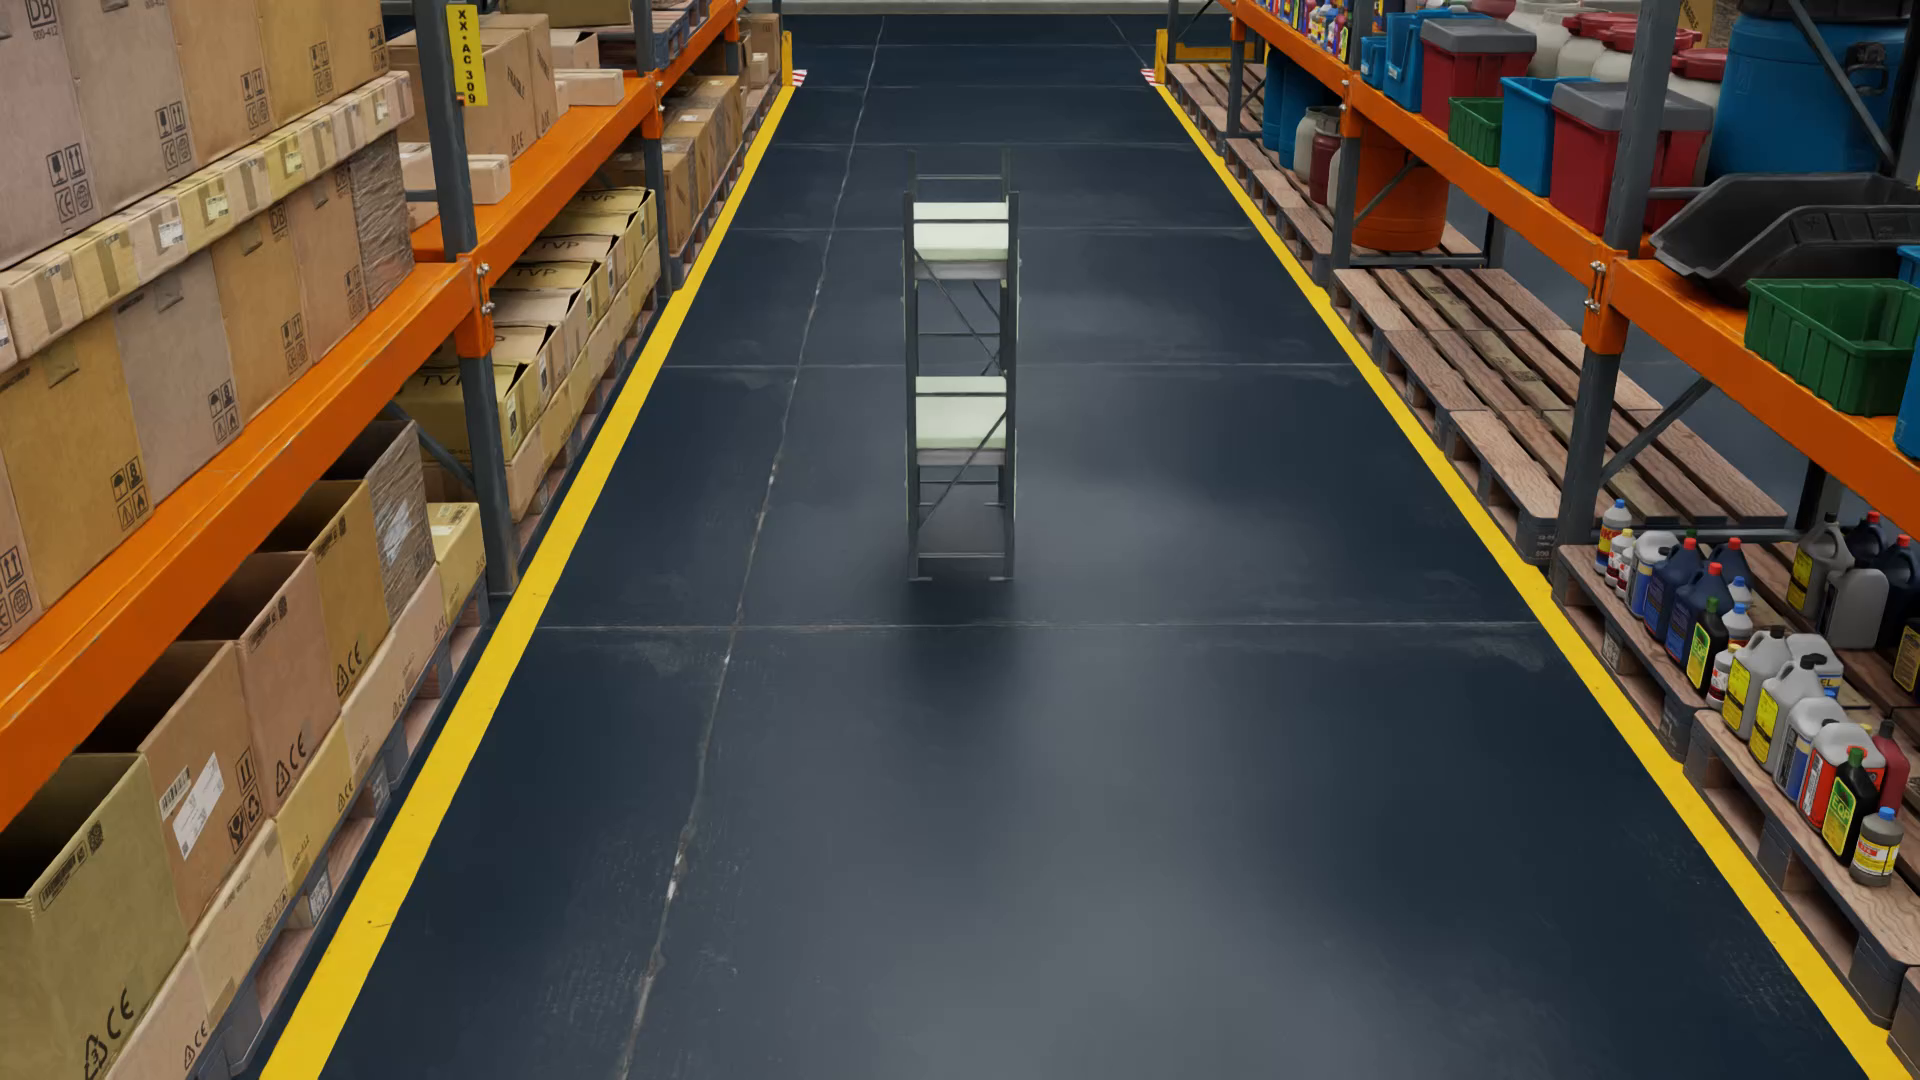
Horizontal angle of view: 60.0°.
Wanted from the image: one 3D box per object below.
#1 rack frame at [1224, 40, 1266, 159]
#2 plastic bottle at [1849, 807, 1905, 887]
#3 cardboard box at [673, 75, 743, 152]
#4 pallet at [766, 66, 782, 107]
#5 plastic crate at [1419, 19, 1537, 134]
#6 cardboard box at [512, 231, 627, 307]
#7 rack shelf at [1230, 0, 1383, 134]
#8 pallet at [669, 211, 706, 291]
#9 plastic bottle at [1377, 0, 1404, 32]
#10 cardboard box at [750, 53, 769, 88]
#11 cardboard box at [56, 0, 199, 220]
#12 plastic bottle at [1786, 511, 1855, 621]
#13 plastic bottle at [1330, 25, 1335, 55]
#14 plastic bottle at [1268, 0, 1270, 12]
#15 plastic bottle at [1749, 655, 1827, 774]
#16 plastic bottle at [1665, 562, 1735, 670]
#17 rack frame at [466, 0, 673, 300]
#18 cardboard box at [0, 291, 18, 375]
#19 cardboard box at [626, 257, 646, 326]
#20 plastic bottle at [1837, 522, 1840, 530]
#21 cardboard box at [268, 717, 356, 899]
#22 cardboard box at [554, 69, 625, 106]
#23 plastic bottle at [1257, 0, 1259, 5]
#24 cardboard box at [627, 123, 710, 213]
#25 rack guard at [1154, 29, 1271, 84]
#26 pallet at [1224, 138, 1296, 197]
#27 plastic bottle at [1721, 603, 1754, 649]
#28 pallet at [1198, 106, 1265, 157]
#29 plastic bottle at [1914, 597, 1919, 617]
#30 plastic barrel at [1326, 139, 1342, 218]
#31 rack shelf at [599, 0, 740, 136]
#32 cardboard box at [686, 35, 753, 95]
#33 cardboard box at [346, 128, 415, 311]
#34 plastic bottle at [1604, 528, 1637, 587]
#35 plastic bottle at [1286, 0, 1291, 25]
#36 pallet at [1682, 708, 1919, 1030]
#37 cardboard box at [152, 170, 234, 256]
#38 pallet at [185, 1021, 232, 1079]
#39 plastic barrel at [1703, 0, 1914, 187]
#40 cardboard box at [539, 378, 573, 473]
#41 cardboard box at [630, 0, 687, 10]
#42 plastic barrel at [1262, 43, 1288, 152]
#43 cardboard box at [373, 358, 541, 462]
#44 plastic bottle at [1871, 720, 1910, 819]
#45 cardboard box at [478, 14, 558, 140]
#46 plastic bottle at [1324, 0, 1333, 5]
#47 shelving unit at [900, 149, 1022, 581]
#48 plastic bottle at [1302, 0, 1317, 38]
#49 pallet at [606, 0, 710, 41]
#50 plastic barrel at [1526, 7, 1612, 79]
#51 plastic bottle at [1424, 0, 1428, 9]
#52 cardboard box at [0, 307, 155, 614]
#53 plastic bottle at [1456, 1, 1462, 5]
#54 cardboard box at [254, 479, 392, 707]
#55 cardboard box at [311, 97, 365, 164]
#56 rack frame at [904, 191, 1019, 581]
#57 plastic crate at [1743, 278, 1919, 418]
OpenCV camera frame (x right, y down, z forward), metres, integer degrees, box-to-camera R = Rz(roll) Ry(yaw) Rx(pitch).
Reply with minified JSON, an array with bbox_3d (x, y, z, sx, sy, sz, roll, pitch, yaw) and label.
[{"bbox_3d":[2.678,-4.488,13.033,1.000,3.000,0.127,0,24,-1],"label":"rack frame"},{"bbox_3d":[2.350,0.777,4.255,0.097,0.201,0.097,0,24,0],"label":"plastic bottle"},{"bbox_3d":[-1.983,-3.327,12.965,0.500,0.500,0.500,0,24,-1],"label":"cardboard box"},{"bbox_3d":[-2.309,-4.485,16.411,1.003,0.211,1.213,0,24,-1],"label":"pallet"},{"bbox_3d":[2.433,-2.202,7.900,0.402,0.464,0.583,0,24,-1],"label":"plastic crate"},{"bbox_3d":[-1.965,-1.376,8.299,0.500,0.311,0.500,0,24,-1],"label":"cardboard box"},{"bbox_3d":[2.699,-3.336,11.359,1.077,0.370,4.000,0,24,-1],"label":"rack shelf"},{"bbox_3d":[-2.202,-1.856,10.598,1.003,0.211,1.213,0,24,-1],"label":"pallet"},{"bbox_3d":[2.876,-3.578,11.081,0.144,0.351,0.185,0,24,-1],"label":"plastic bottle"},{"bbox_3d":[-2.086,-4.449,15.749,0.500,0.250,0.500,0,24,-1],"label":"cardboard box"},{"bbox_3d":[-2.161,-1.004,3.635,0.700,0.500,0.500,0,24,-1],"label":"cardboard box"},{"bbox_3d":[2.916,0.080,5.614,0.144,0.351,0.185,0,24,-1],"label":"plastic bottle"},{"bbox_3d":[2.305,-3.057,10.110,0.097,0.201,0.097,0,24,0],"label":"plastic bottle"},{"bbox_3d":[2.282,-3.926,12.032,0.097,0.201,0.097,0,24,0],"label":"plastic bottle"},{"bbox_3d":[2.368,0.479,4.731,0.144,0.351,0.185,1,24,2],"label":"plastic bottle"},{"bbox_3d":[2.361,0.227,5.288,0.144,0.351,0.185,-1,24,-3],"label":"plastic bottle"},{"bbox_3d":[-2.232,-2.819,9.343,1.000,3.000,0.127,0,24,-1],"label":"rack frame"},{"bbox_3d":[-1.941,-0.342,2.957,0.380,0.149,0.250,-1,24,-1],"label":"cardboard box"},{"bbox_3d":[-1.973,-1.329,8.877,0.500,0.250,0.500,-1,24,-1],"label":"cardboard box"},{"bbox_3d":[3.081,0.031,5.903,0.097,0.201,0.097,0,24,0],"label":"plastic bottle"},{"bbox_3d":[-1.943,0.699,4.392,0.500,0.250,0.500,0,24,-1],"label":"cardboard box"},{"bbox_3d":[-1.946,-2.335,8.578,0.380,0.149,0.250,0,24,-1],"label":"cardboard box"},{"bbox_3d":[2.277,-4.134,12.406,0.097,0.271,0.097,0,24,0],"label":"plastic bottle"},{"bbox_3d":[-1.963,-2.492,11.119,0.500,0.500,0.500,-1,24,-1],"label":"cardboard box"},{"bbox_3d":[2.621,-5.007,17.214,1.175,0.500,0.348,0,24,-1],"label":"rack guard"},{"bbox_3d":[2.644,-2.899,12.904,1.003,0.211,1.213,0,24,-1],"label":"pallet"},{"bbox_3d":[2.400,0.324,5.171,0.097,0.271,0.097,0,24,0],"label":"plastic bottle"},{"bbox_3d":[2.631,-3.520,14.277,1.003,0.211,1.213,0,24,-1],"label":"pallet"},{"bbox_3d":[3.106,0.256,5.307,0.061,0.283,0.133,1,24,3],"label":"plastic bottle"},{"bbox_3d":[2.603,-2.331,10.774,0.421,0.512,0.421,0,24,0],"label":"plastic barrel"},{"bbox_3d":[-2.254,-3.315,11.313,1.077,0.370,4.000,0,24,-1],"label":"rack shelf"},{"bbox_3d":[-2.301,-4.304,15.123,0.797,0.503,0.637,0,24,-1],"label":"cardboard box"},{"bbox_3d":[-2.177,-1.034,5.274,0.700,0.500,0.500,-1,24,-2],"label":"cardboard box"},{"bbox_3d":[2.331,0.058,5.843,0.097,0.201,0.097,0,24,0],"label":"plastic bottle"},{"bbox_3d":[2.289,-3.672,11.385,0.097,0.271,0.097,0,24,0],"label":"plastic bottle"},{"bbox_3d":[2.747,0.860,4.592,1.003,0.211,1.213,0,24,-1],"label":"pallet"},{"bbox_3d":[-1.953,-0.768,3.900,0.380,0.149,0.250,1,24,1],"label":"cardboard box"},{"bbox_3d":[-2.195,1.433,3.325,1.003,0.211,1.213,0,24,-1],"label":"pallet"},{"bbox_3d":[3.064,-1.580,5.996,0.600,0.901,0.708,0,24,-1],"label":"plastic barrel"},{"bbox_3d":[-1.949,-0.487,7.014,0.500,0.250,0.500,0,24,1],"label":"cardboard box"},{"bbox_3d":[-2.170,-3.693,10.644,0.700,0.500,0.500,4,25,9],"label":"cardboard box"},{"bbox_3d":[2.667,-3.499,12.883,0.600,0.901,0.708,0,24,-1],"label":"plastic barrel"},{"bbox_3d":[-1.944,-0.536,6.442,0.500,0.311,0.500,0,24,0],"label":"cardboard box"},{"bbox_3d":[2.481,0.634,4.470,0.061,0.283,0.133,0,24,-1],"label":"plastic bottle"},{"bbox_3d":[-2.197,-2.173,7.794,0.500,0.500,0.500,-2,24,-3],"label":"cardboard box"},{"bbox_3d":[2.420,-3.499,10.988,0.061,0.283,0.133,0,24,-1],"label":"plastic bottle"},{"bbox_3d":[0.000,-0.681,6.435,0.431,1.500,0.755,0,24,-1],"label":"shelving unit"},{"bbox_3d":[2.278,-3.422,10.818,0.061,0.283,0.133,0,24,-1],"label":"plastic bottle"},{"bbox_3d":[-2.258,-3.533,11.154,1.003,0.211,1.213,0,24,-1],"label":"pallet"},{"bbox_3d":[2.951,-2.294,8.047,0.421,0.512,0.421,0,24,0],"label":"plastic barrel"},{"bbox_3d":[3.073,-3.443,10.864,0.061,0.283,0.133,0,24,-1],"label":"plastic bottle"},{"bbox_3d":[-2.147,-0.181,3.390,0.700,0.500,0.500,0,24,0],"label":"cardboard box"},{"bbox_3d":[3.079,-3.212,10.354,0.061,0.283,0.133,0,24,-1],"label":"plastic bottle"},{"bbox_3d":[-1.962,0.151,4.693,0.500,0.500,0.500,0,24,-1],"label":"cardboard box"},{"bbox_3d":[-1.965,-1.191,4.835,0.380,0.149,0.250,-1,24,-2],"label":"cardboard box"},{"bbox_3d":[0.004,-0.530,6.101,0.400,1.500,0.023,0,24,-1],"label":"rack frame"},{"bbox_3d":[2.497,-0.534,4.549,0.450,0.188,0.662,0,24,-1],"label":"plastic crate"}]
